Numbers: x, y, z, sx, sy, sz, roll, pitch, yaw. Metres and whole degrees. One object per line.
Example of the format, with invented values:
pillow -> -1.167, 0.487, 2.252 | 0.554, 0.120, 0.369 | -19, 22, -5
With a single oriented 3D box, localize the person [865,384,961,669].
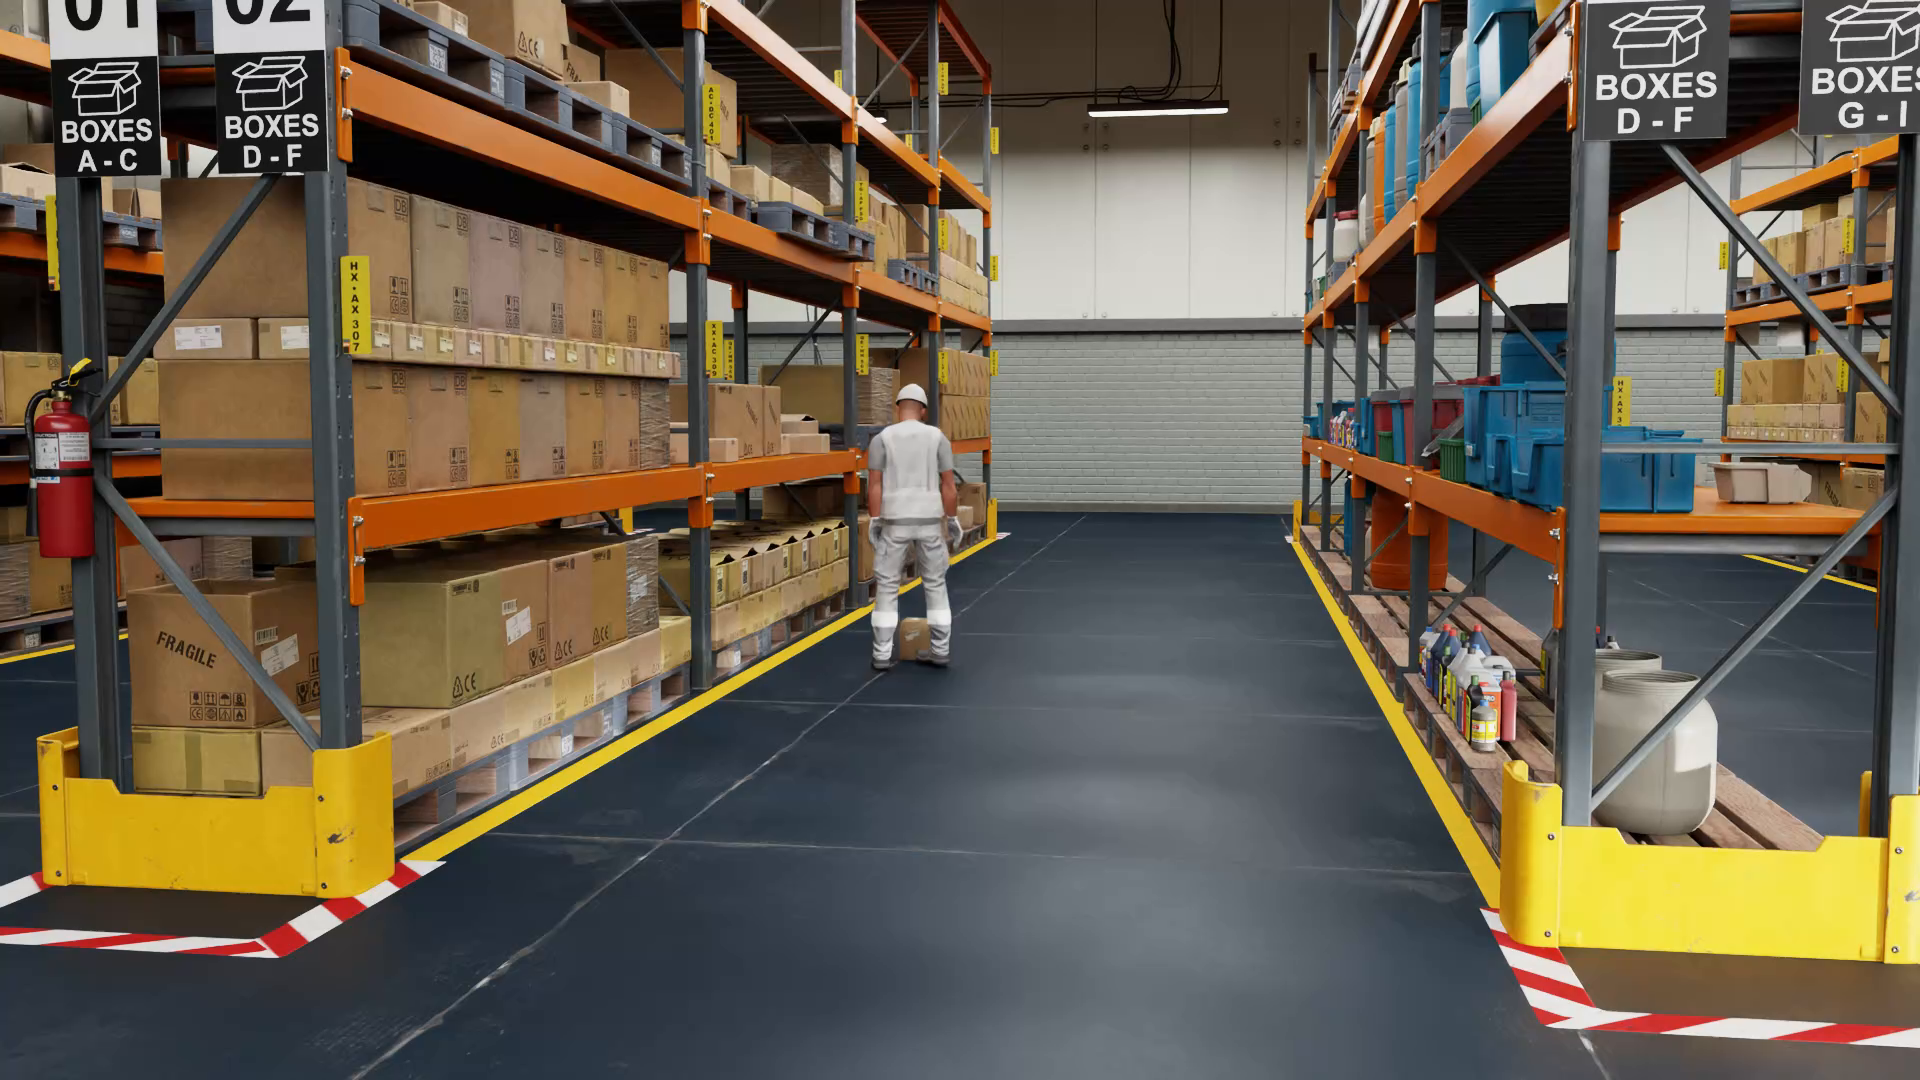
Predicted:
person -> -0.302, -0.093, 10.473 | 0.605, 1.774, 0.446 | -1, 4, -7
